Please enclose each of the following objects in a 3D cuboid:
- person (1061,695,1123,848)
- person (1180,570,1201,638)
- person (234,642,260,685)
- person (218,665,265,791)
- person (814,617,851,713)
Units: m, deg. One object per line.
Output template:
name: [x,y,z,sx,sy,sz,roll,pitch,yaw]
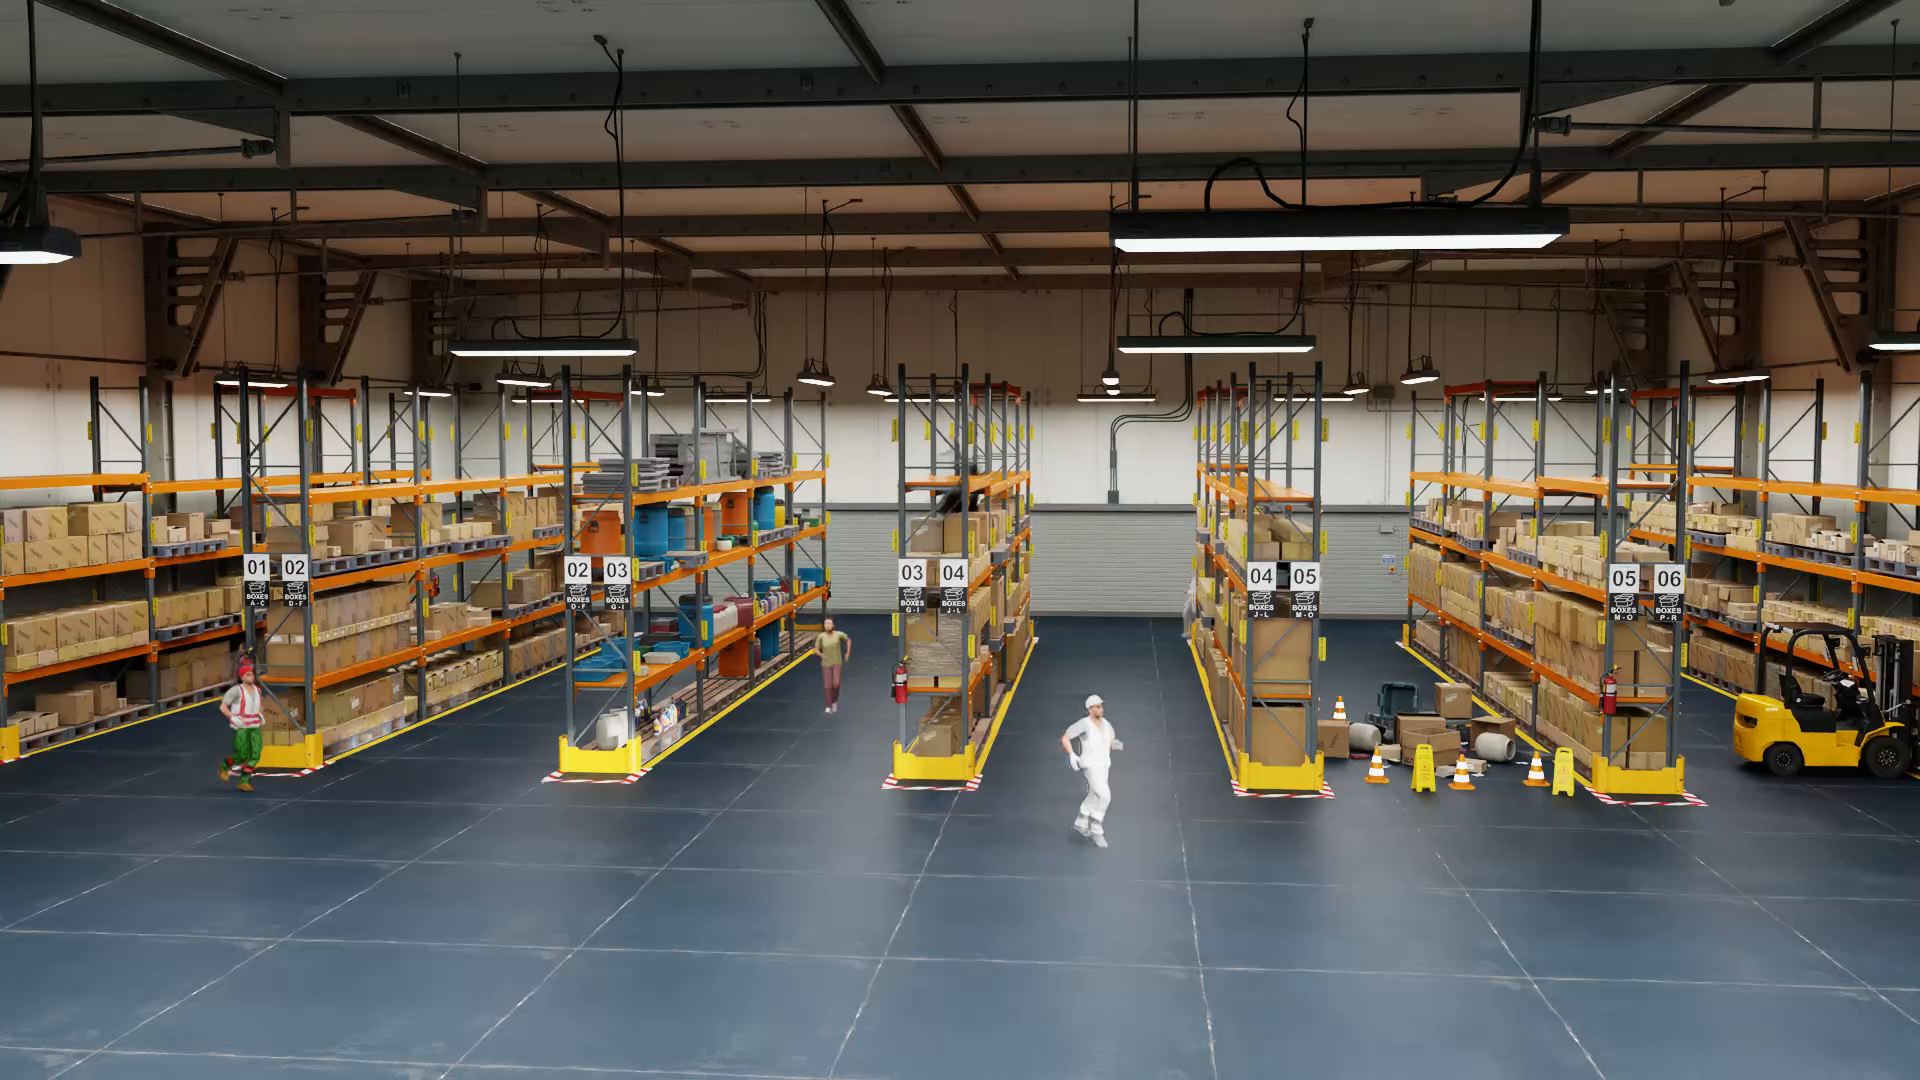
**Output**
person: [1.651,2.806,20.267,0.763,1.831,0.649,3,5,43]
person: [5.806,1.541,40.528,0.776,1.814,0.686,-1,4,-10]
person: [-11.659,2.470,27.195,0.524,1.637,0.710,0,4,7]
person: [-10.098,2.635,23.450,0.632,1.742,0.680,2,4,30]
person: [-2.139,2.108,27.836,0.596,1.642,0.713,0,4,0]
